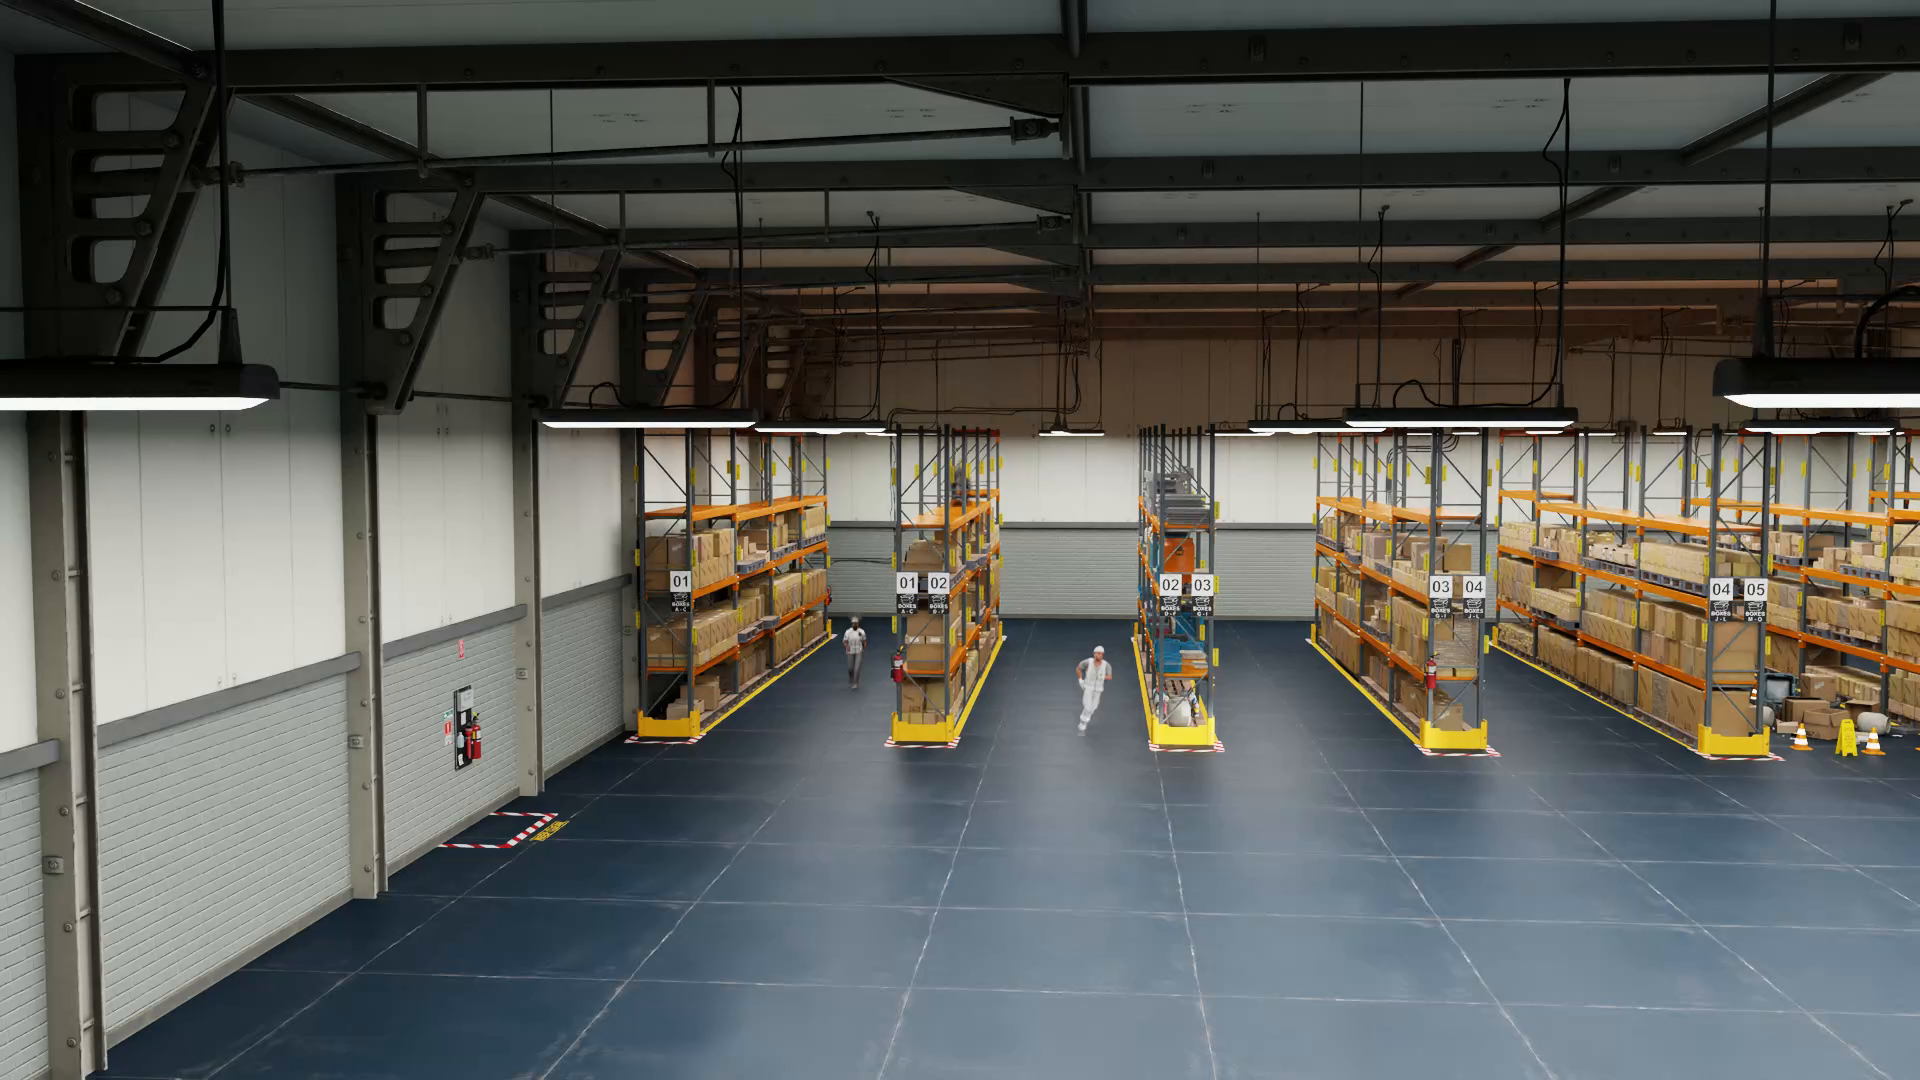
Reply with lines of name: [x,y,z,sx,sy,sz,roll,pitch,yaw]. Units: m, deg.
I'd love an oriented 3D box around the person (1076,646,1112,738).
person: [2.565,2.923,32.079,0.692,1.795,0.697,-1,4,-12]

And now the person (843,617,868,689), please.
person: [-2.396,2.576,38.106,0.562,1.655,0.589,0,3,-4]
